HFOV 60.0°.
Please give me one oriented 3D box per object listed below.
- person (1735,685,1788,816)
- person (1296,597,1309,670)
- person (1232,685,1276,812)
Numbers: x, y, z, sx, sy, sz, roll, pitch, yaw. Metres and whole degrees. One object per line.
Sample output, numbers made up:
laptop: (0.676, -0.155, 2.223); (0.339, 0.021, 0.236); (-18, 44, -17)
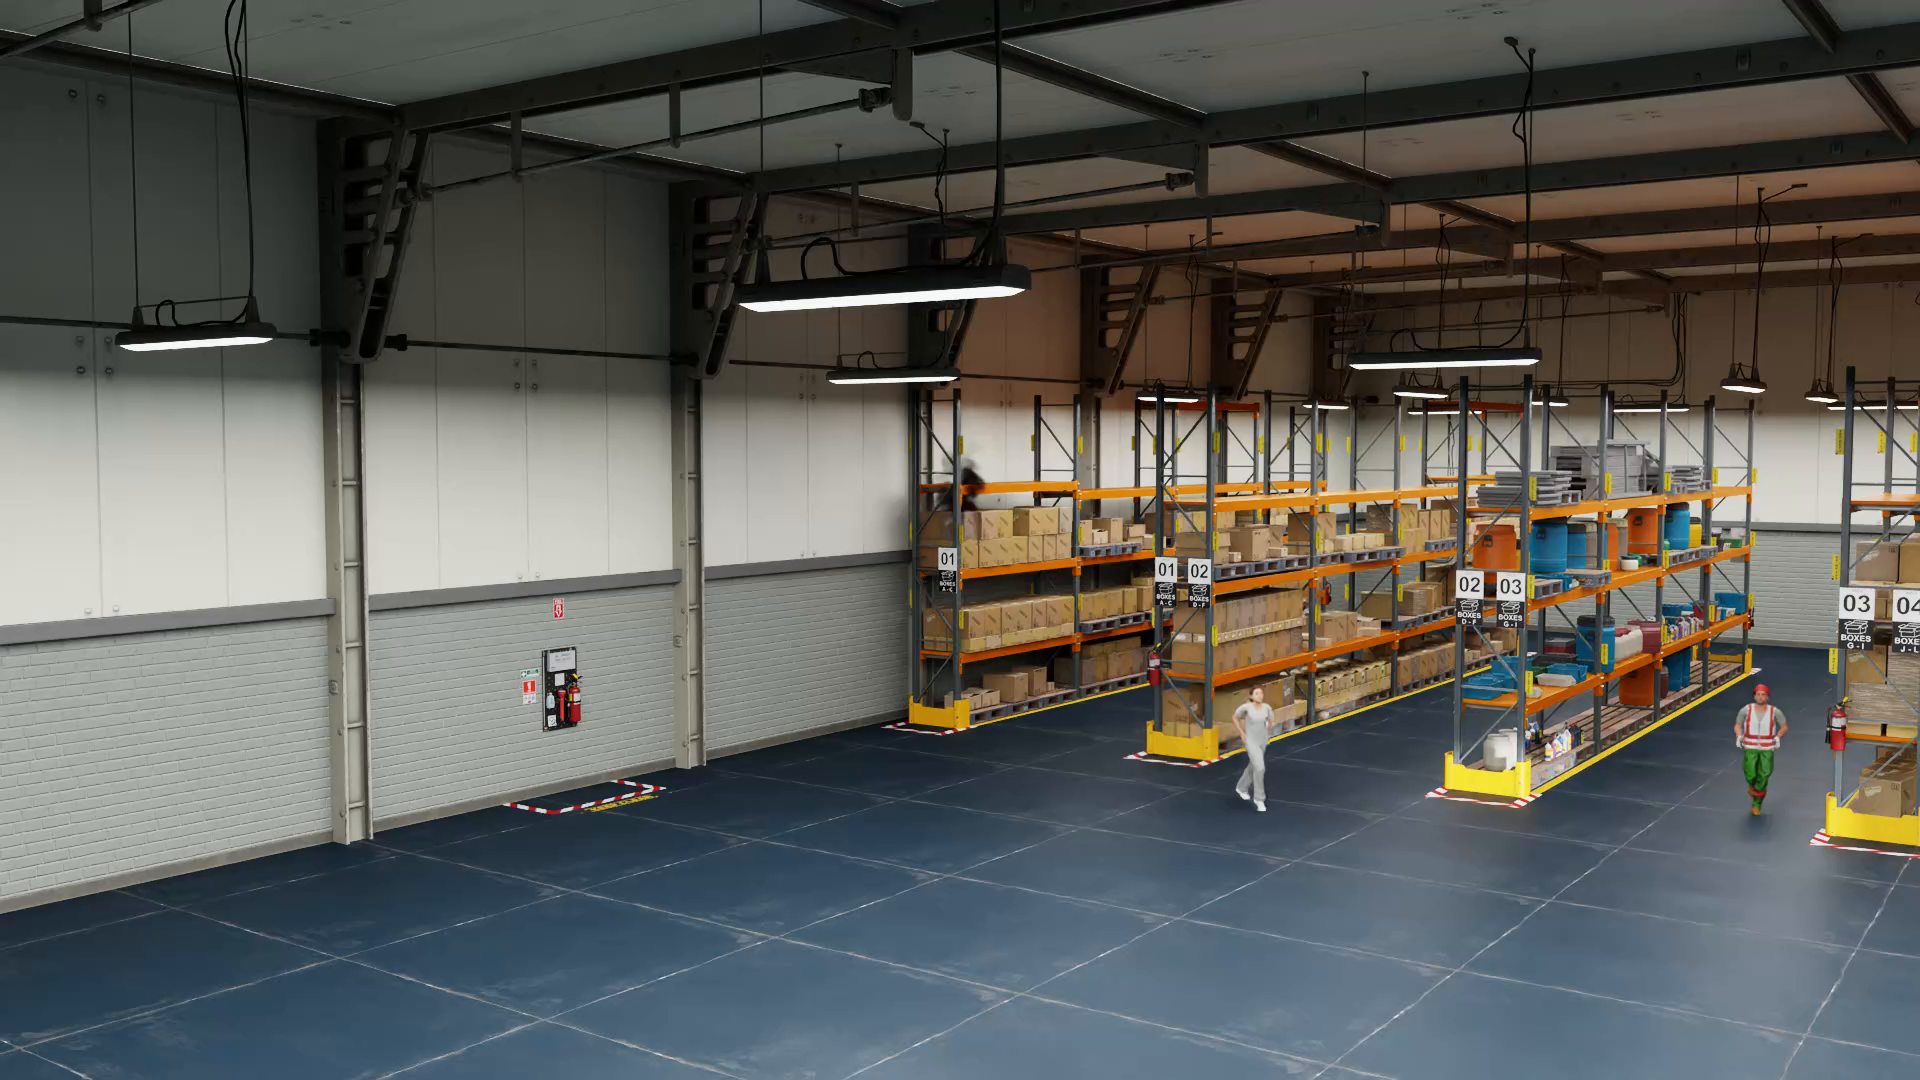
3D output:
person: (10.908, 2.839, 22.657); (0.653, 1.748, 0.734); (2, 4, 28)
person: (7.525, 2.076, 36.667); (0.558, 1.660, 0.584); (1, 3, 21)
person: (4.098, 2.867, 23.061); (0.541, 1.712, 0.793); (-1, 4, -24)
